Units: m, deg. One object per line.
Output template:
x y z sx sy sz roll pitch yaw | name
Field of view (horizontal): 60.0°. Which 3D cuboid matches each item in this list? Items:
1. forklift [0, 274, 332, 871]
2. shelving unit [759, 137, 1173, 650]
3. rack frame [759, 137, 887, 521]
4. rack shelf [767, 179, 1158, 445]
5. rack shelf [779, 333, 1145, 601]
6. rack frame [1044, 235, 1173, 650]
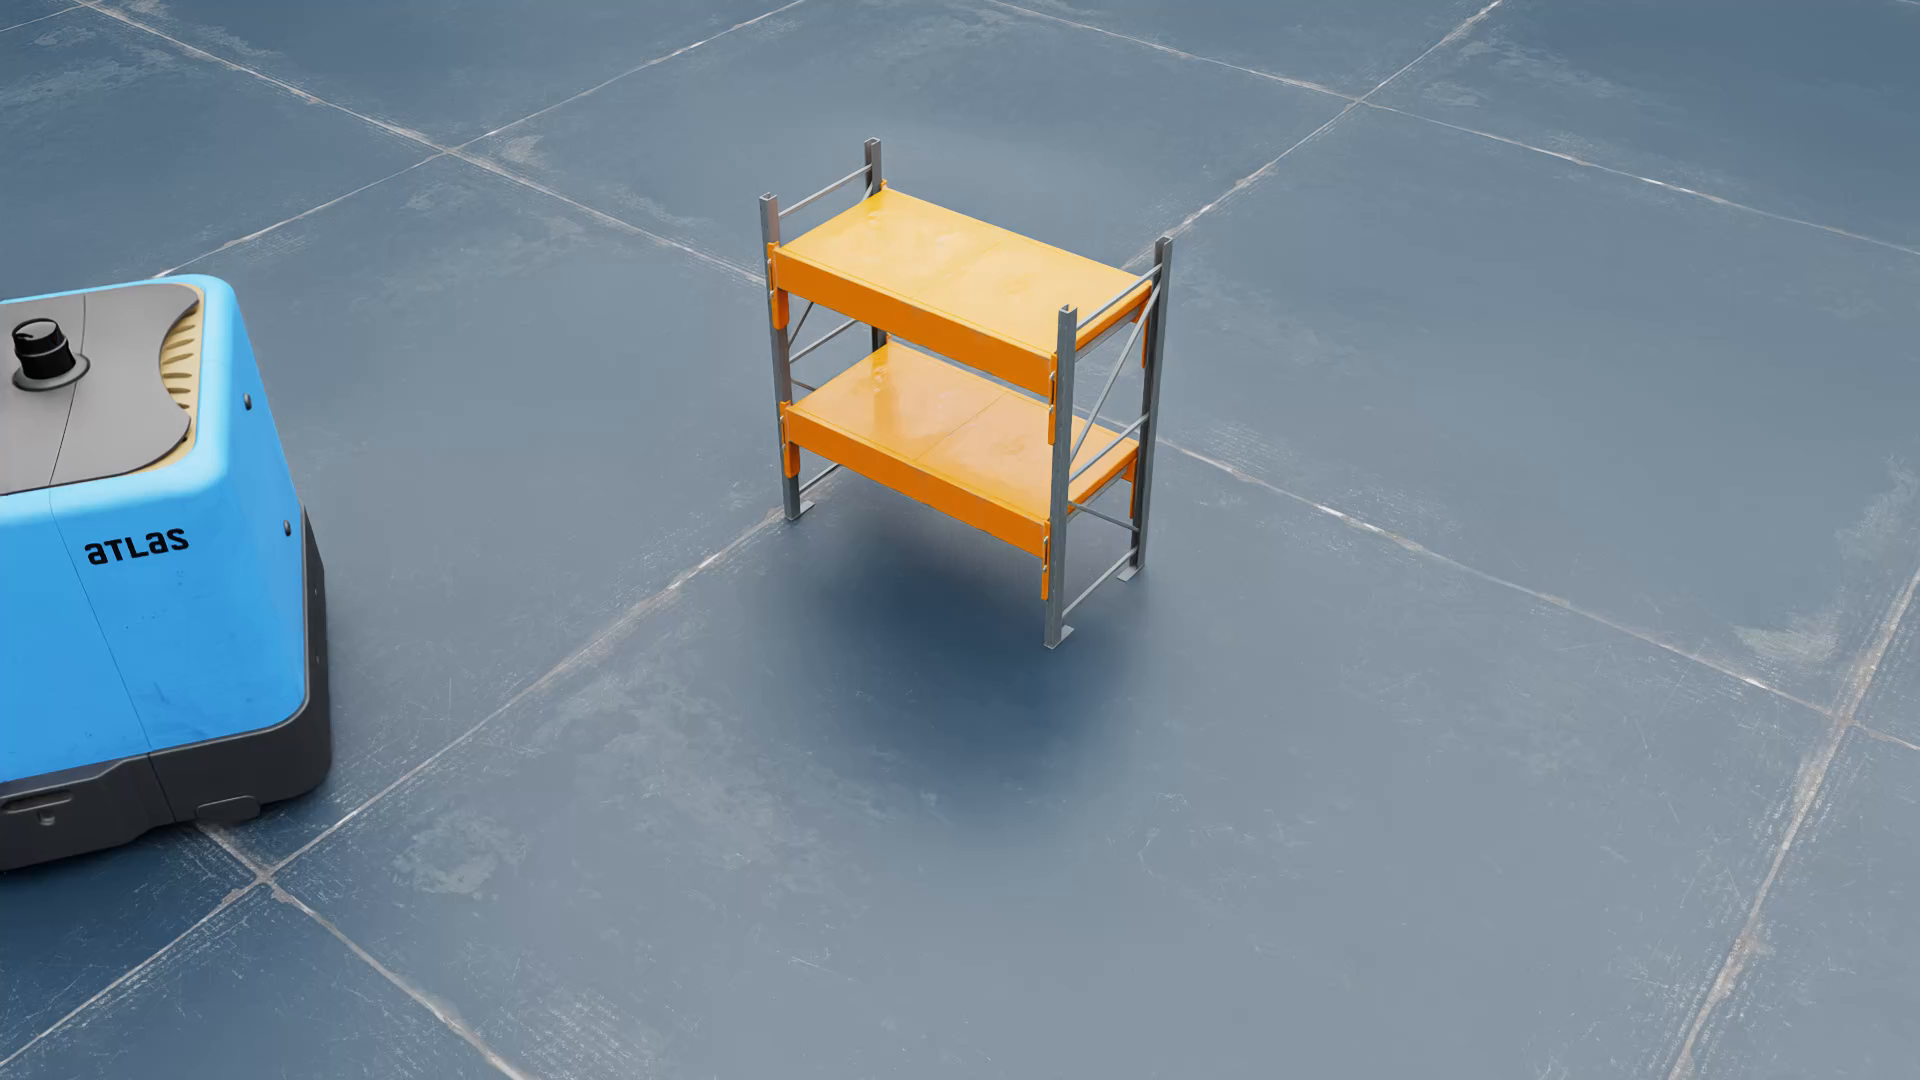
-3.229 -0.471 3.474 3.031 2.935 1.130 -11 39 -14 | forklift
0.005 -0.440 4.900 1.048 1.125 0.538 25 45 29 | shelving unit
-0.398 -0.631 5.143 0.032 1.125 0.500 25 45 29 | rack frame
0.005 -0.671 4.720 1.000 0.278 0.538 25 45 29 | rack shelf
0.005 -0.248 5.051 1.000 0.278 0.538 25 45 29 | rack shelf
0.409 -0.250 4.657 0.032 1.125 0.500 25 45 29 | rack frame
